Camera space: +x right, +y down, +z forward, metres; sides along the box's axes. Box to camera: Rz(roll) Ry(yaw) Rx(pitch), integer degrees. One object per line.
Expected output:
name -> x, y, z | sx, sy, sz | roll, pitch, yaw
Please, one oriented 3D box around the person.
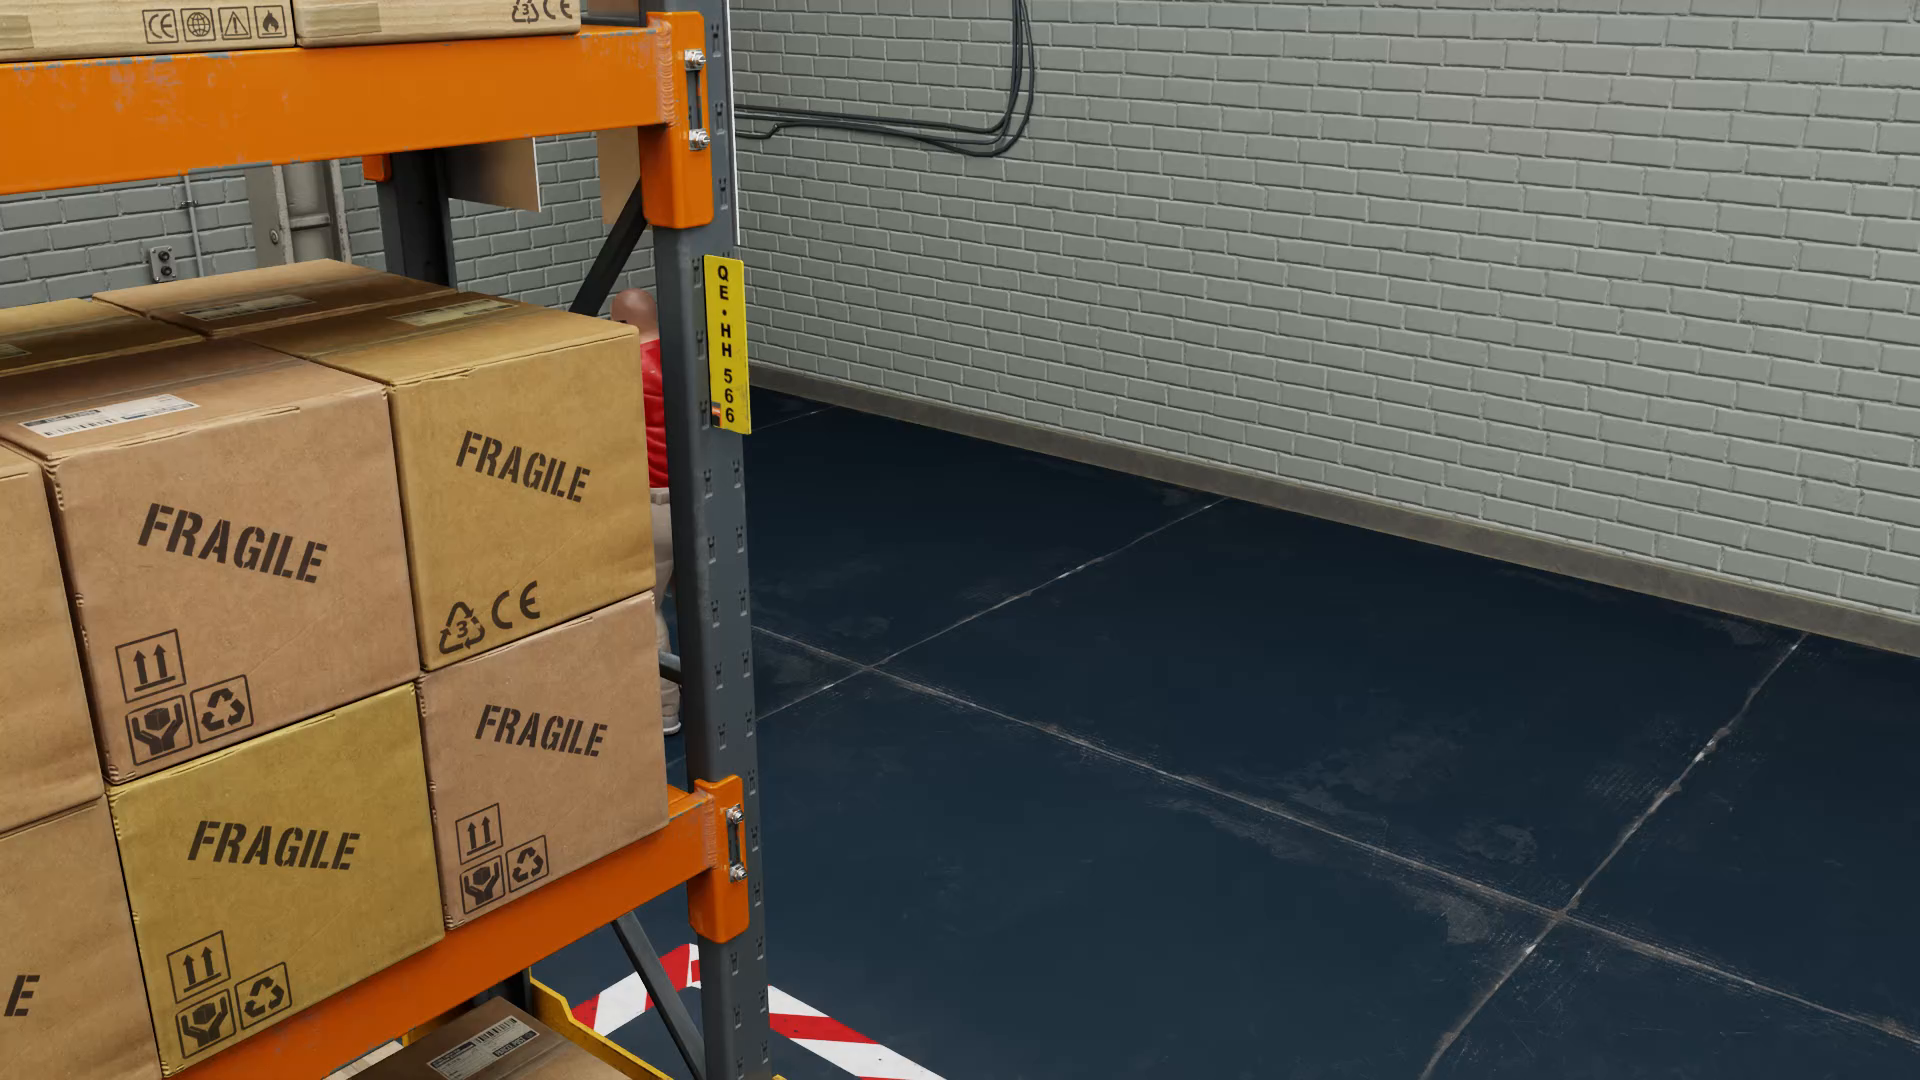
person -> -1.148, -0.107, 6.387 | 0.394, 1.727, 0.587 | 16, 25, 37
